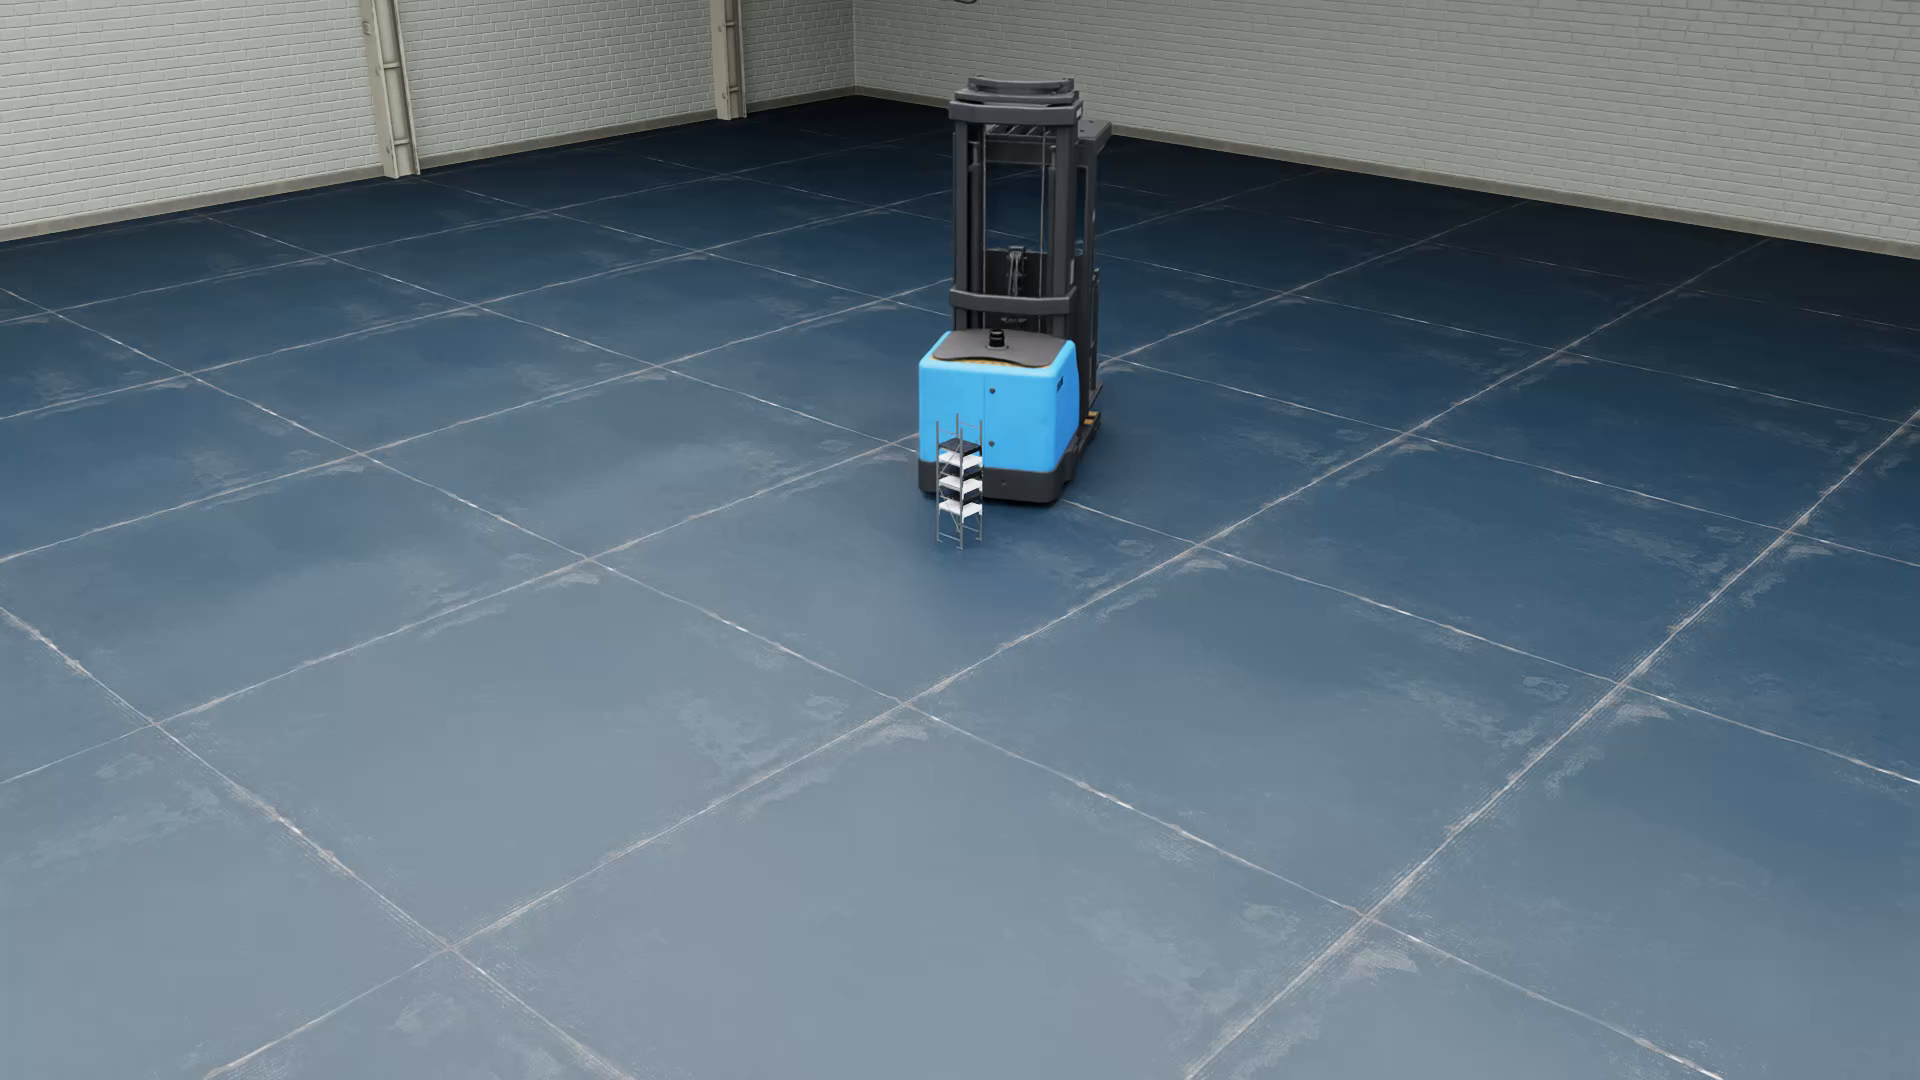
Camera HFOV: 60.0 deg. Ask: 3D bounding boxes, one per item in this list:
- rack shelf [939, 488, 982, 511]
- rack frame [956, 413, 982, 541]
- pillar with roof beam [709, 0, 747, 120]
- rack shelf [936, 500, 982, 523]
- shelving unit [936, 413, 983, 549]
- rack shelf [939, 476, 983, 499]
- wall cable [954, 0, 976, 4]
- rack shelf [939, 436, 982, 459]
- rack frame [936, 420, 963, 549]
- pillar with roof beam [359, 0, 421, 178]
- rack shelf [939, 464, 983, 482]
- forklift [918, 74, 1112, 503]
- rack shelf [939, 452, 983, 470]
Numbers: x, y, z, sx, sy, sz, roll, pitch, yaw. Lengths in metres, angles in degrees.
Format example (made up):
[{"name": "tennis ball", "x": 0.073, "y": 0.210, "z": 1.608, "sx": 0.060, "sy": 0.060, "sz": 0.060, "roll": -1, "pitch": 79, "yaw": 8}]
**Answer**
[{"name": "rack shelf", "x": -0.005, "y": -0.296, "z": 11.611, "sx": 0.258, "sy": 0.077, "sz": 0.200, "roll": 20, "pitch": 31, "yaw": 38}, {"name": "rack frame", "x": 0.062, "y": -0.439, "z": 11.629, "sx": 0.240, "sy": 0.900, "sz": 0.006, "roll": 20, "pitch": 31, "yaw": 38}, {"name": "pillar with roof beam", "x": -0.518, "y": -9.820, "z": 22.653, "sx": 9.100, "sy": 9.000, "sz": 0.400, "roll": 20, "pitch": 31, "yaw": 38}, {"name": "rack shelf", "x": -0.005, "y": -0.213, "z": 11.648, "sx": 0.258, "sy": 0.077, "sz": 0.200, "roll": 20, "pitch": 31, "yaw": 38}, {"name": "shelving unit", "x": -0.005, "y": -0.408, "z": 11.560, "sx": 0.258, "sy": 0.900, "sz": 0.210, "roll": 20, "pitch": 31, "yaw": 38}, {"name": "rack shelf", "x": -0.005, "y": -0.378, "z": 11.574, "sx": 0.258, "sy": 0.077, "sz": 0.200, "roll": 20, "pitch": 31, "yaw": 38}, {"name": "wall cable", "x": -0.773, "y": -10.115, "z": 27.107, "sx": 3.097, "sy": 2.526, "sz": 0.112, "roll": 20, "pitch": 31, "yaw": 38}, {"name": "rack shelf", "x": -0.005, "y": -0.624, "z": 11.464, "sx": 0.258, "sy": 0.077, "sz": 0.200, "roll": 20, "pitch": 31, "yaw": 38}, {"name": "rack frame", "x": -0.073, "y": -0.377, "z": 11.491, "sx": 0.240, "sy": 0.900, "sz": 0.006, "roll": 20, "pitch": 31, "yaw": 38}, {"name": "pillar with roof beam", "x": -4.523, "y": -7.992, "z": 18.576, "sx": 9.100, "sy": 9.000, "sz": 0.400, "roll": 20, "pitch": 31, "yaw": 38}, {"name": "rack shelf", "x": -0.005, "y": -0.460, "z": 11.537, "sx": 0.258, "sy": 0.077, "sz": 0.200, "roll": 20, "pitch": 31, "yaw": 38}, {"name": "forklift", "x": 0.545, "y": -2.187, "z": 13.045, "sx": 1.130, "sy": 2.935, "sz": 3.031, "roll": 6, "pitch": 25, "yaw": 13}, {"name": "rack shelf", "x": -0.005, "y": -0.542, "z": 11.500, "sx": 0.258, "sy": 0.077, "sz": 0.200, "roll": 20, "pitch": 31, "yaw": 38}]
